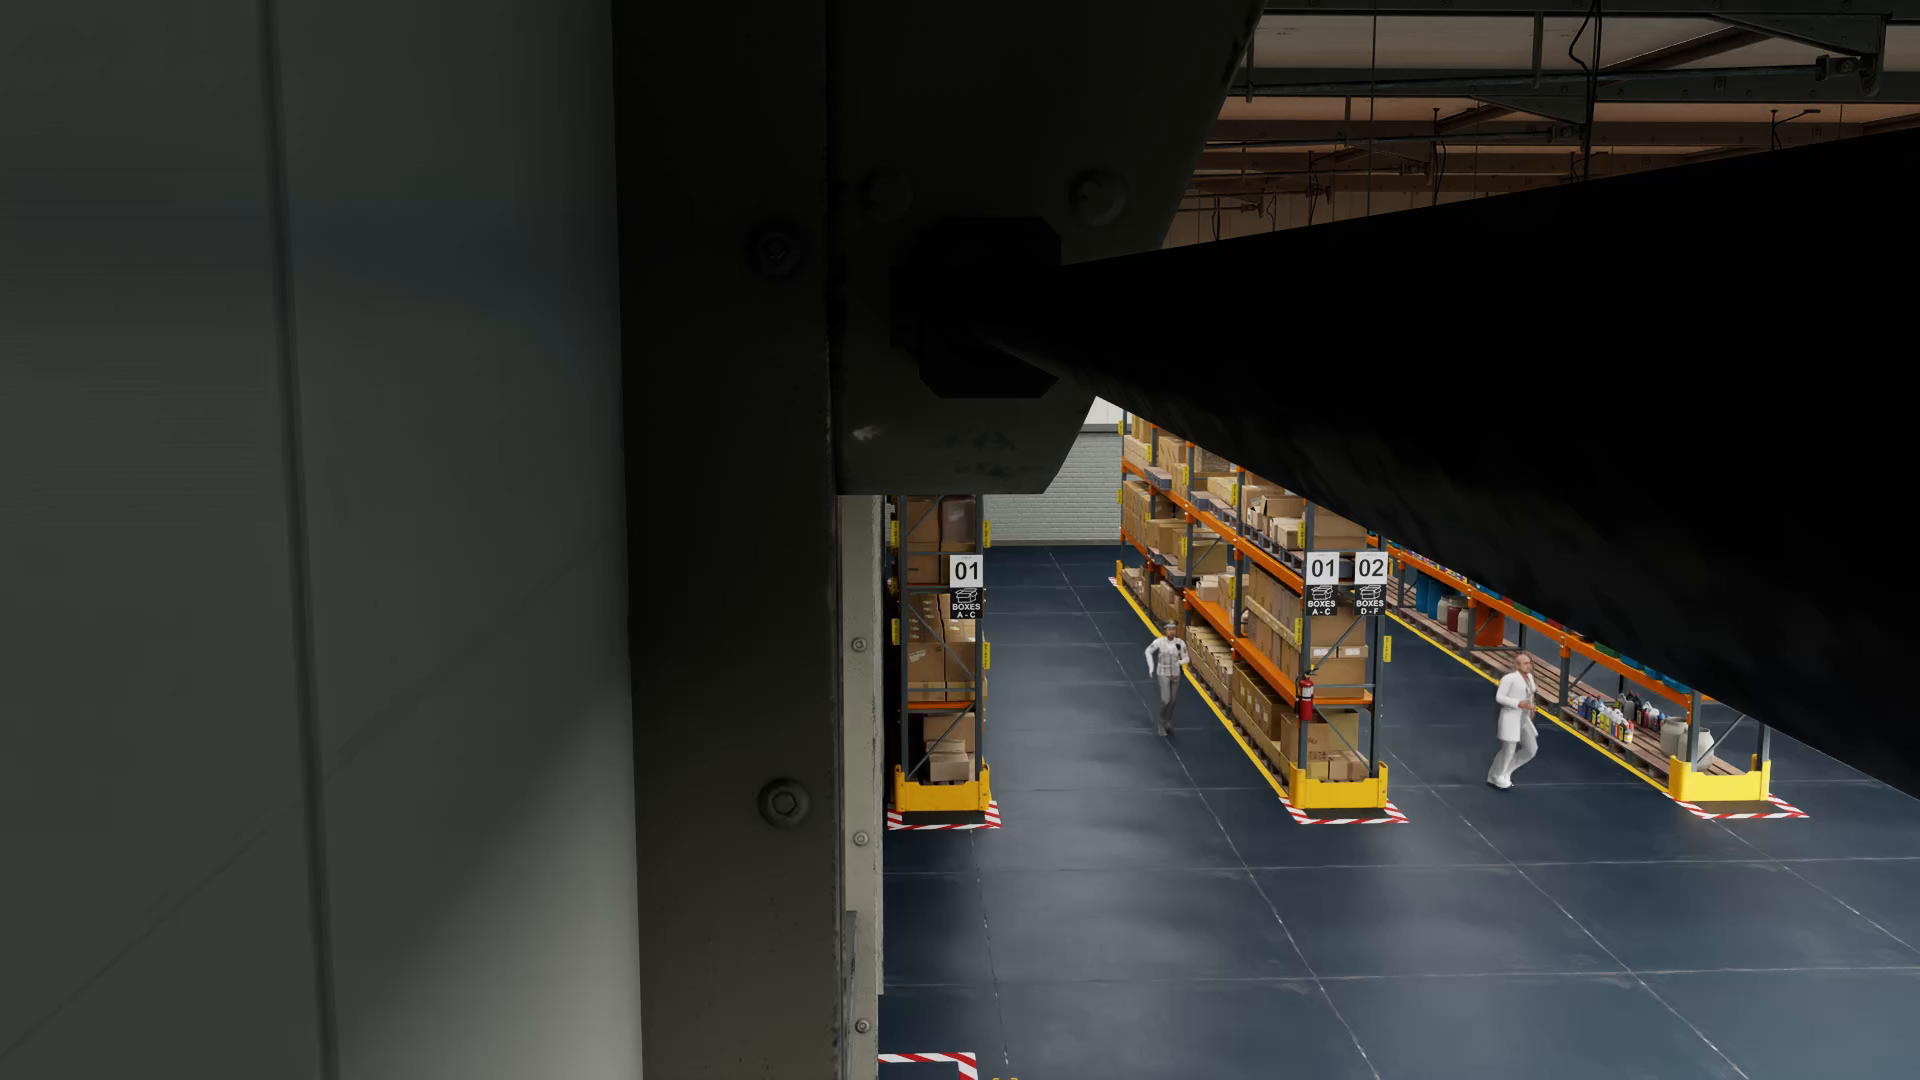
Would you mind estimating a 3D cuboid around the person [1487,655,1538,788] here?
[{"bbox_3d":[7.206,2.381,21.369,0.730,1.667,0.680,-5,10,-28],"label":"person"}]

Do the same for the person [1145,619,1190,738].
[{"bbox_3d":[3.008,1.982,23.932,0.569,1.719,0.698,-1,9,-9],"label":"person"}]
